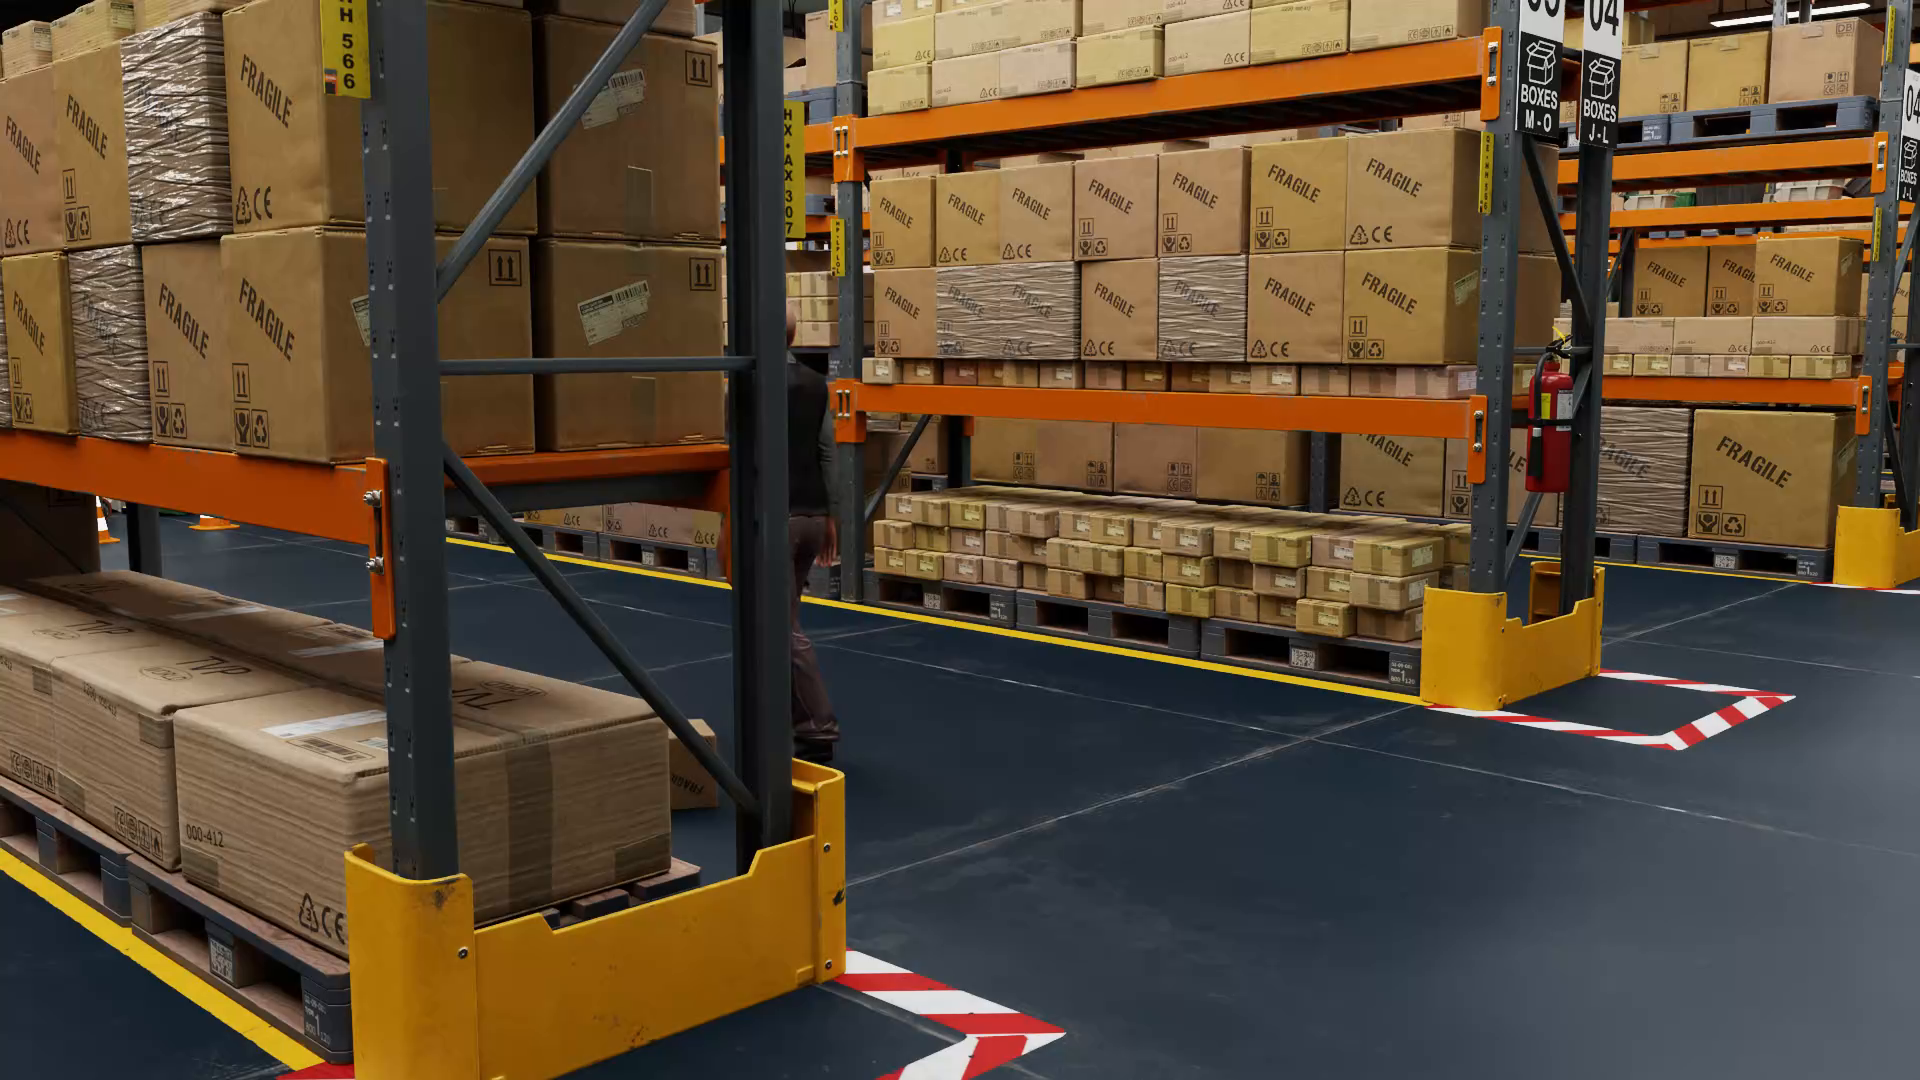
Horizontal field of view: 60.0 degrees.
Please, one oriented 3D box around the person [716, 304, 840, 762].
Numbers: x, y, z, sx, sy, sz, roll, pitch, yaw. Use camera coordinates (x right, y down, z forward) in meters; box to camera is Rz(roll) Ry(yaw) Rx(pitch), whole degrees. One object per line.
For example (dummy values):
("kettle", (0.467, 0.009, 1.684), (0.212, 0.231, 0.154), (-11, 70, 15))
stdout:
("person", (-0.653, -0.036, 6.192), (0.590, 1.711, 0.571), (5, 9, 35))
